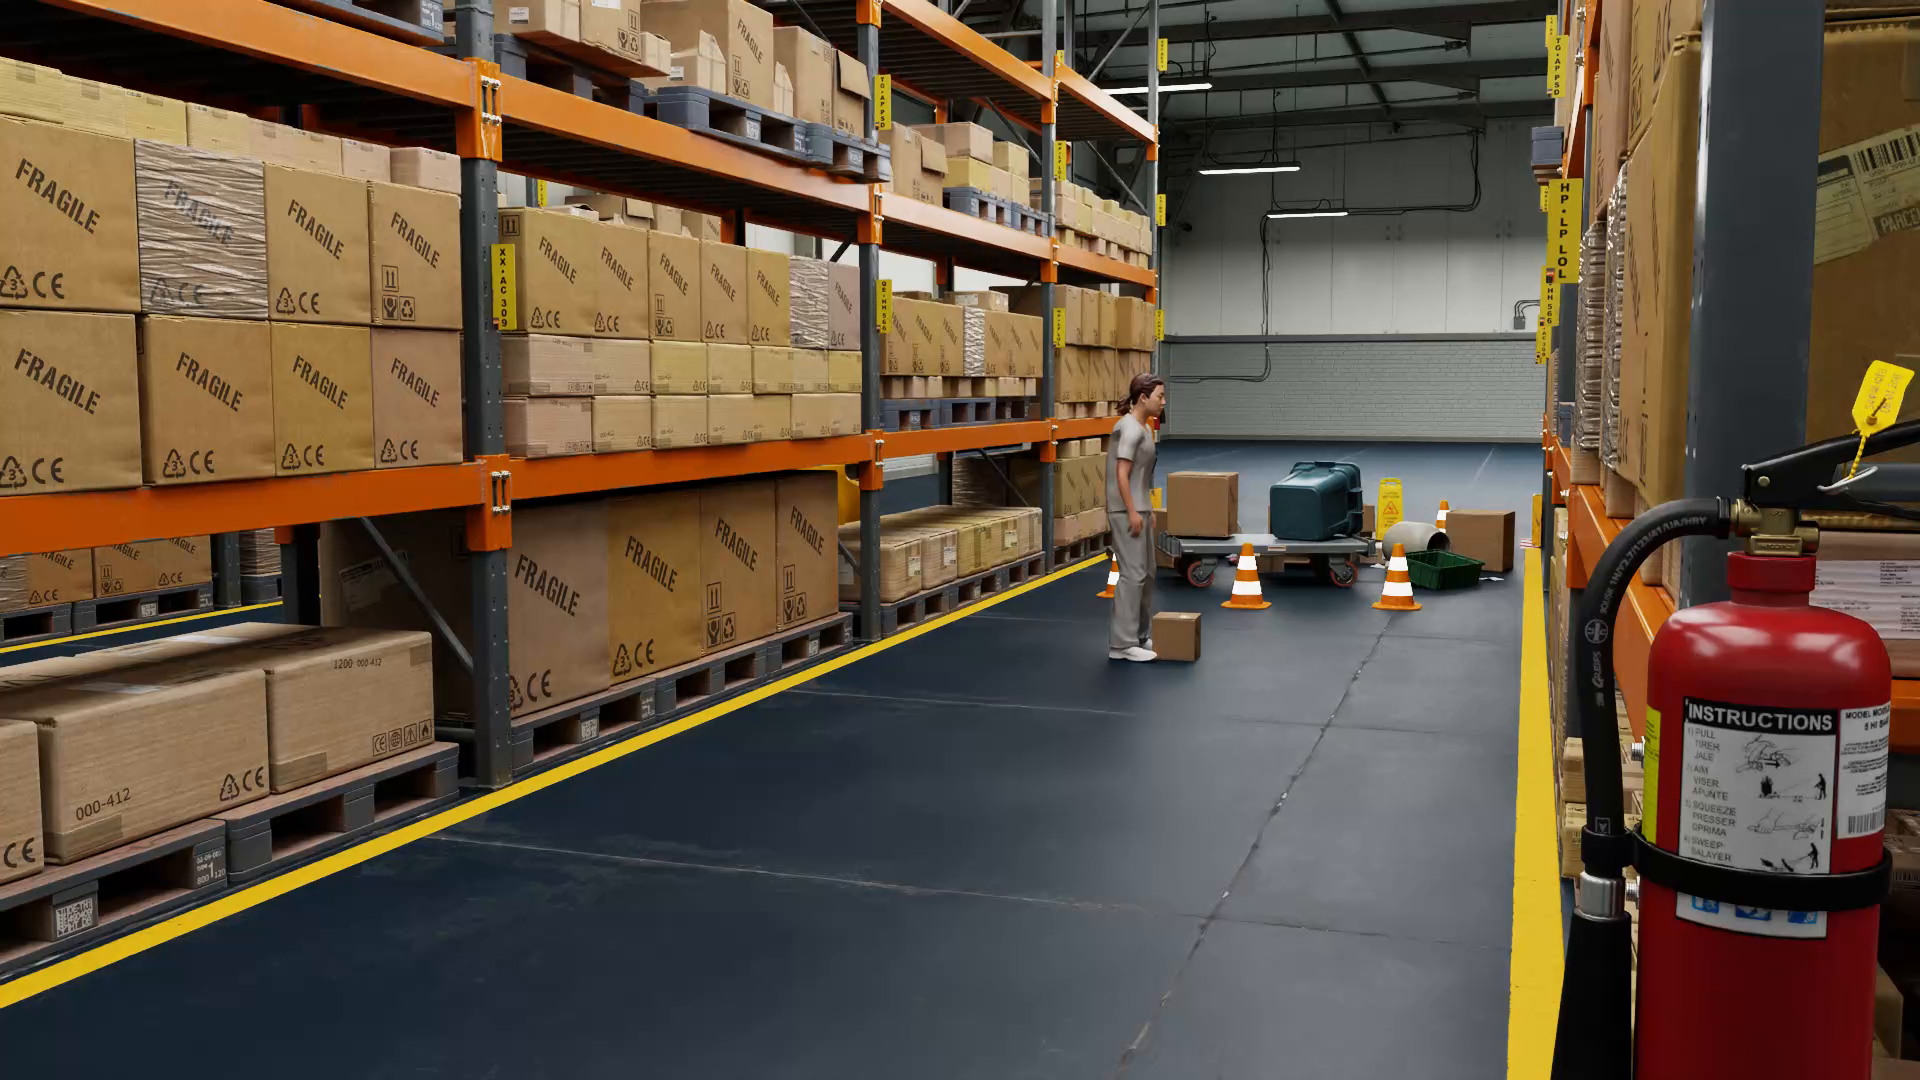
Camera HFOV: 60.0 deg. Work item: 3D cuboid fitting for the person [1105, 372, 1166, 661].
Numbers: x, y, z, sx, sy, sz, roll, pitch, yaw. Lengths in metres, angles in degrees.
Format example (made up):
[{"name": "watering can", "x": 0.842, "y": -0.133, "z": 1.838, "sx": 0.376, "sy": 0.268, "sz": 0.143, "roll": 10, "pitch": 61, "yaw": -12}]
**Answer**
[{"name": "person", "x": 1.039, "y": -0.147, "z": 9.794, "sx": 0.355, "sy": 1.673, "sz": 0.488, "roll": 2, "pitch": 6, "yaw": 19}]
